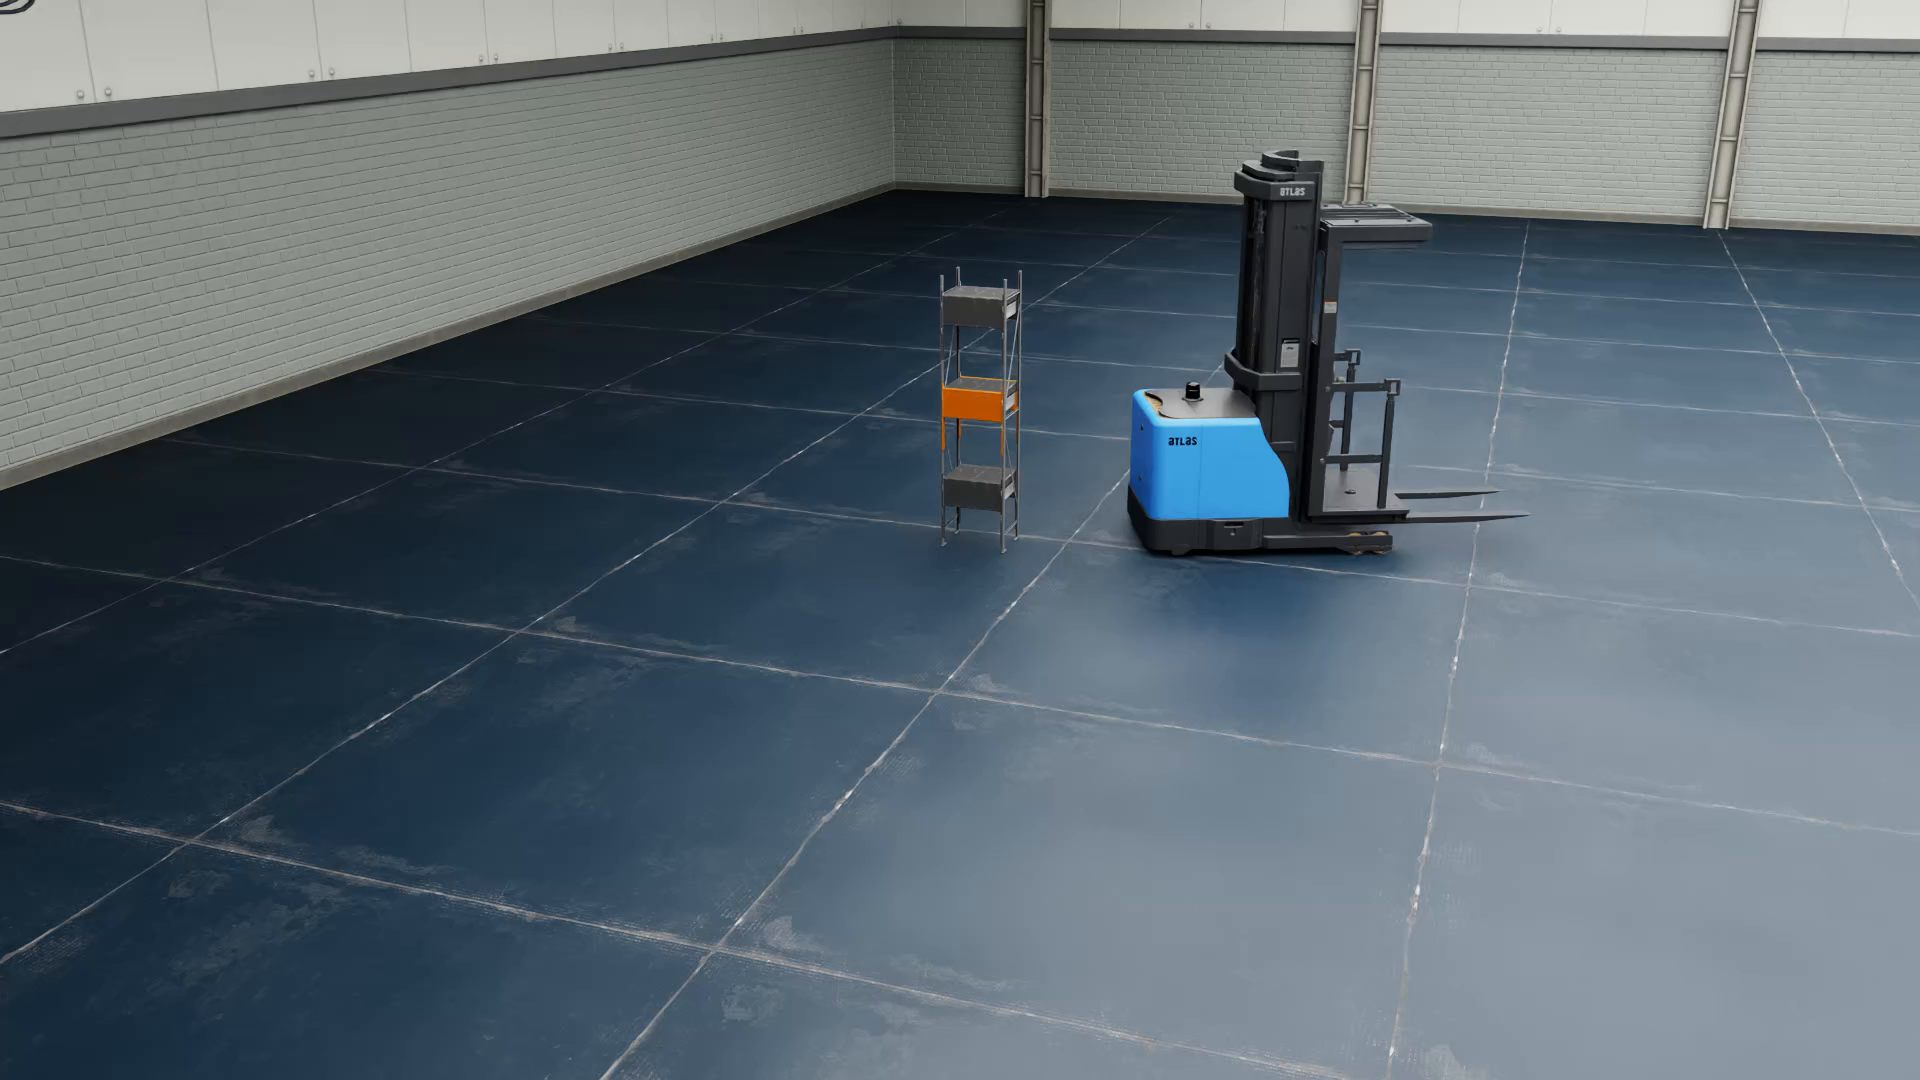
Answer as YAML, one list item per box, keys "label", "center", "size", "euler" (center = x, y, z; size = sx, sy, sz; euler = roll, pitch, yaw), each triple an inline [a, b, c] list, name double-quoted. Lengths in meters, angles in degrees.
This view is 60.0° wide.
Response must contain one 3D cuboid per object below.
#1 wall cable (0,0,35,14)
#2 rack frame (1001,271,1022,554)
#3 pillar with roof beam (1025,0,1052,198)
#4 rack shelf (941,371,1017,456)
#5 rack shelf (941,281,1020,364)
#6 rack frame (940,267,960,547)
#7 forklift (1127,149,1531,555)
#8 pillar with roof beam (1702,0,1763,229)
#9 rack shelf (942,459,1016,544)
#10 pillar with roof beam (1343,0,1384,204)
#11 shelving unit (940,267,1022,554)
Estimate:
- label: "wall cable"
  center: [-8.082, -6.343, 12.351]
  size: [0.169, 6.003, 2.305]
  euler: [7, 20, 18]
- label: "rack frame"
  center: [0.387, -0.947, 12.520]
  size: [0.015, 2.100, 0.400]
  euler: [7, 20, 18]
- label: "pillar with roof beam"
  center: [0.061, -9.513, 26.612]
  size: [0.400, 9.000, 9.100]
  euler: [7, 20, 18]
- label: "rack shelf"
  center: [0.156, -0.961, 12.600]
  size: [0.480, 0.518, 0.431]
  euler: [7, 20, 18]
- label: "rack shelf"
  center: [0.156, -1.622, 12.369]
  size: [0.480, 0.518, 0.431]
  euler: [7, 20, 18]
- label: "rack frame"
  center: [-0.074, -1.000, 12.671]
  size: [0.015, 2.100, 0.400]
  euler: [7, 20, 18]
- label: "forklift"
  center: [2.891, -1.444, 12.682]
  size: [3.031, 2.935, 1.130]
  euler: [-1, 19, -4]
- label: "pillar with roof beam"
  center: [11.396, -8.217, 22.894]
  size: [0.400, 9.000, 9.100]
  euler: [7, 20, 18]
- label: "rack shelf"
  center: [0.156, -0.300, 12.830]
  size: [0.480, 0.518, 0.431]
  euler: [7, 20, 18]
- label: "pillar with roof beam"
  center: [5.728, -8.865, 24.753]
  size: [0.400, 9.000, 9.100]
  euler: [7, 20, 18]
- label: "shelving unit"
  center: [0.156, -0.974, 12.595]
  size: [0.503, 2.100, 0.431]
  euler: [7, 20, 18]
